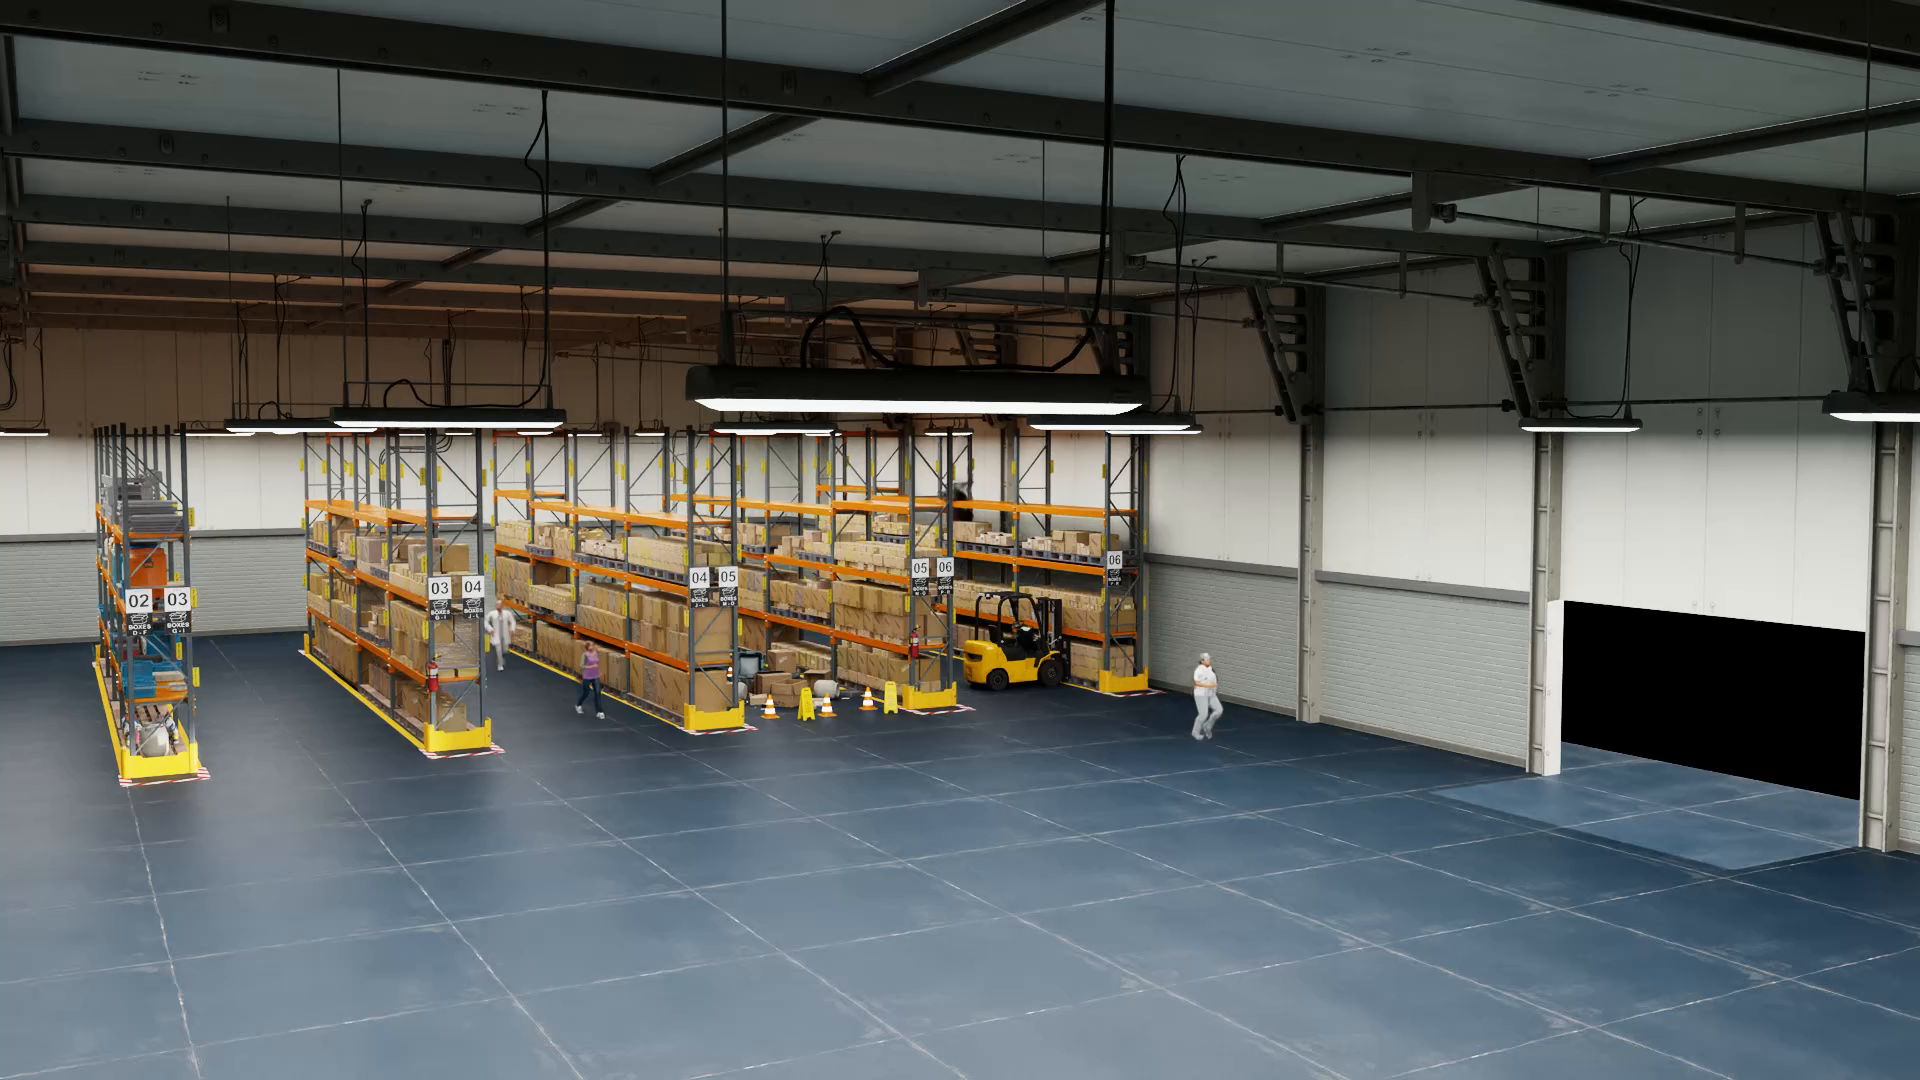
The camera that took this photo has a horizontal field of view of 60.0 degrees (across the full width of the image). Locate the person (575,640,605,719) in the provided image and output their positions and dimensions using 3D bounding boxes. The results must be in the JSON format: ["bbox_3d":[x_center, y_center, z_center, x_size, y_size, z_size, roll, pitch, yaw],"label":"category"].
[{"bbox_3d":[-7.579,2.840,34.109,0.539,1.583,0.895,-3,5,-45],"label":"person"}]

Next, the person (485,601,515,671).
[{"bbox_3d":[-11.416,2.357,41.240,0.756,1.729,0.685,-2,4,-26],"label":"person"}]

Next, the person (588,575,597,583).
[{"bbox_3d":[-10.880,1.900,49.447,0.737,1.761,0.580,-2,4,-24],"label":"person"}]

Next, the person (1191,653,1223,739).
[{"bbox_3d":[4.684,2.978,31.648,0.604,1.661,0.667,3,5,41],"label":"person"}]
